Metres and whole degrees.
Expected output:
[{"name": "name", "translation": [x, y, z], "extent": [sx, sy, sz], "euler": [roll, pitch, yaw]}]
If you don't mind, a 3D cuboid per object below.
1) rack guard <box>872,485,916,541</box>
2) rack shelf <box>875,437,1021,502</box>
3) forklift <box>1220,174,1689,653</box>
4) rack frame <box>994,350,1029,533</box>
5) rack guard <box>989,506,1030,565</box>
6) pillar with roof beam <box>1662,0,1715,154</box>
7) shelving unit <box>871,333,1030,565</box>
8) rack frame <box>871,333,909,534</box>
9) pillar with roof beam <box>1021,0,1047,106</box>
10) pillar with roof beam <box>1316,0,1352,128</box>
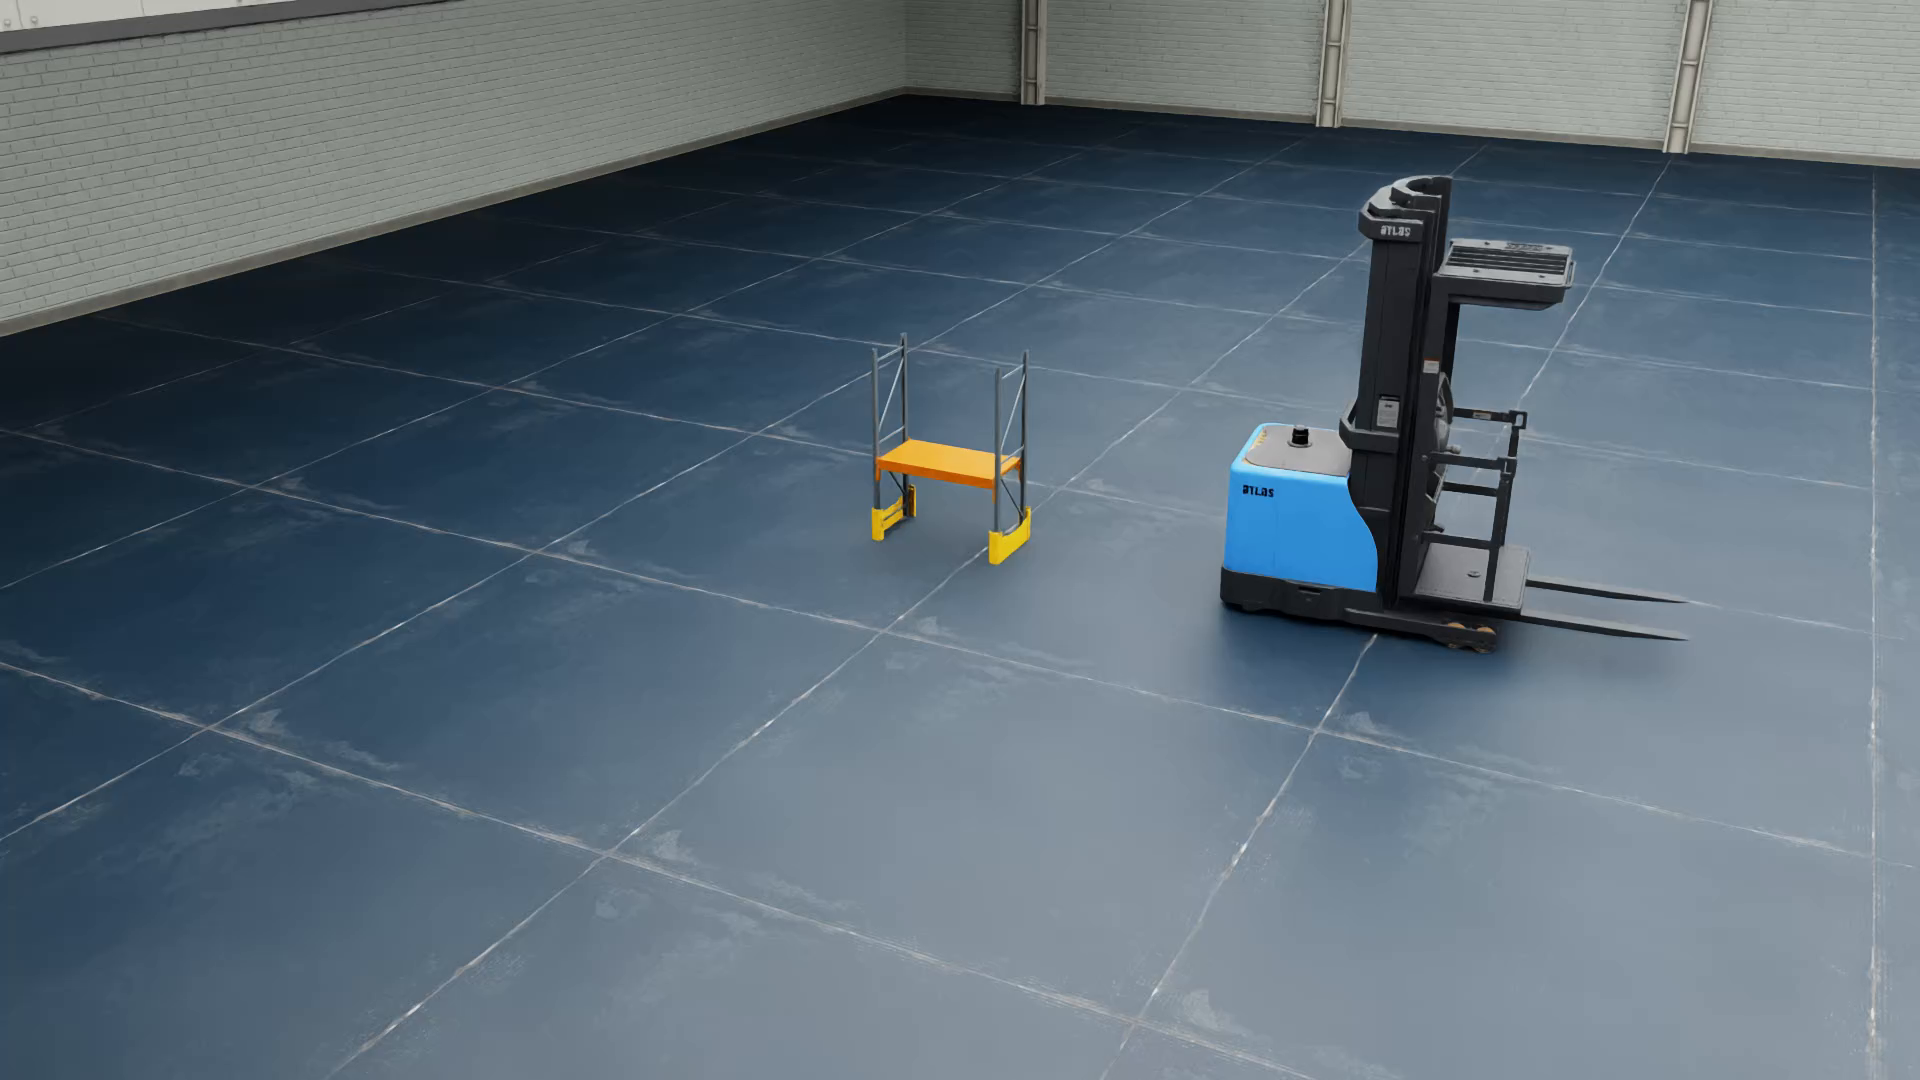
[{"name": "rack guard", "translation": [-0.512, -0.216, 12.940], "extent": [0.087, 0.250, 0.587], "euler": [11, 25, 25]}, {"name": "rack shelf", "translation": [-0.076, -0.540, 12.562], "extent": [1.000, 0.185, 0.538], "euler": [11, 25, 25]}, {"name": "forklift", "translation": [3.387, -0.838, 10.975], "extent": [3.031, 2.935, 1.130], "euler": [9, 25, 19]}, {"name": "rack frame", "translation": [0.378, -0.615, 12.281], "extent": [0.032, 1.500, 0.500], "euler": [11, 25, 25]}, {"name": "rack guard", "translation": [0.376, -0.041, 12.526], "extent": [0.087, 0.250, 0.587], "euler": [11, 25, 25]}, {"name": "pillar with roof beam", "translation": [10.221, -9.233, 22.961], "extent": [0.400, 9.000, 9.100], "euler": [11, 25, 25]}, {"name": "shelving unit", "translation": [-0.068, -0.704, 12.488], "extent": [1.083, 1.500, 0.587], "euler": [11, 25, 25]}, {"name": "rack frame", "translation": [-0.530, -0.795, 12.703], "extent": [0.032, 1.500, 0.500], "euler": [11, 25, 25]}, {"name": "pillar with roof beam", "translation": [-0.488, -11.352, 27.944], "extent": [0.400, 9.000, 9.100], "euler": [11, 25, 25]}, {"name": "pillar with roof beam", "translation": [4.867, -10.292, 25.453], "extent": [0.400, 9.000, 9.100], "euler": [11, 25, 25]}]
